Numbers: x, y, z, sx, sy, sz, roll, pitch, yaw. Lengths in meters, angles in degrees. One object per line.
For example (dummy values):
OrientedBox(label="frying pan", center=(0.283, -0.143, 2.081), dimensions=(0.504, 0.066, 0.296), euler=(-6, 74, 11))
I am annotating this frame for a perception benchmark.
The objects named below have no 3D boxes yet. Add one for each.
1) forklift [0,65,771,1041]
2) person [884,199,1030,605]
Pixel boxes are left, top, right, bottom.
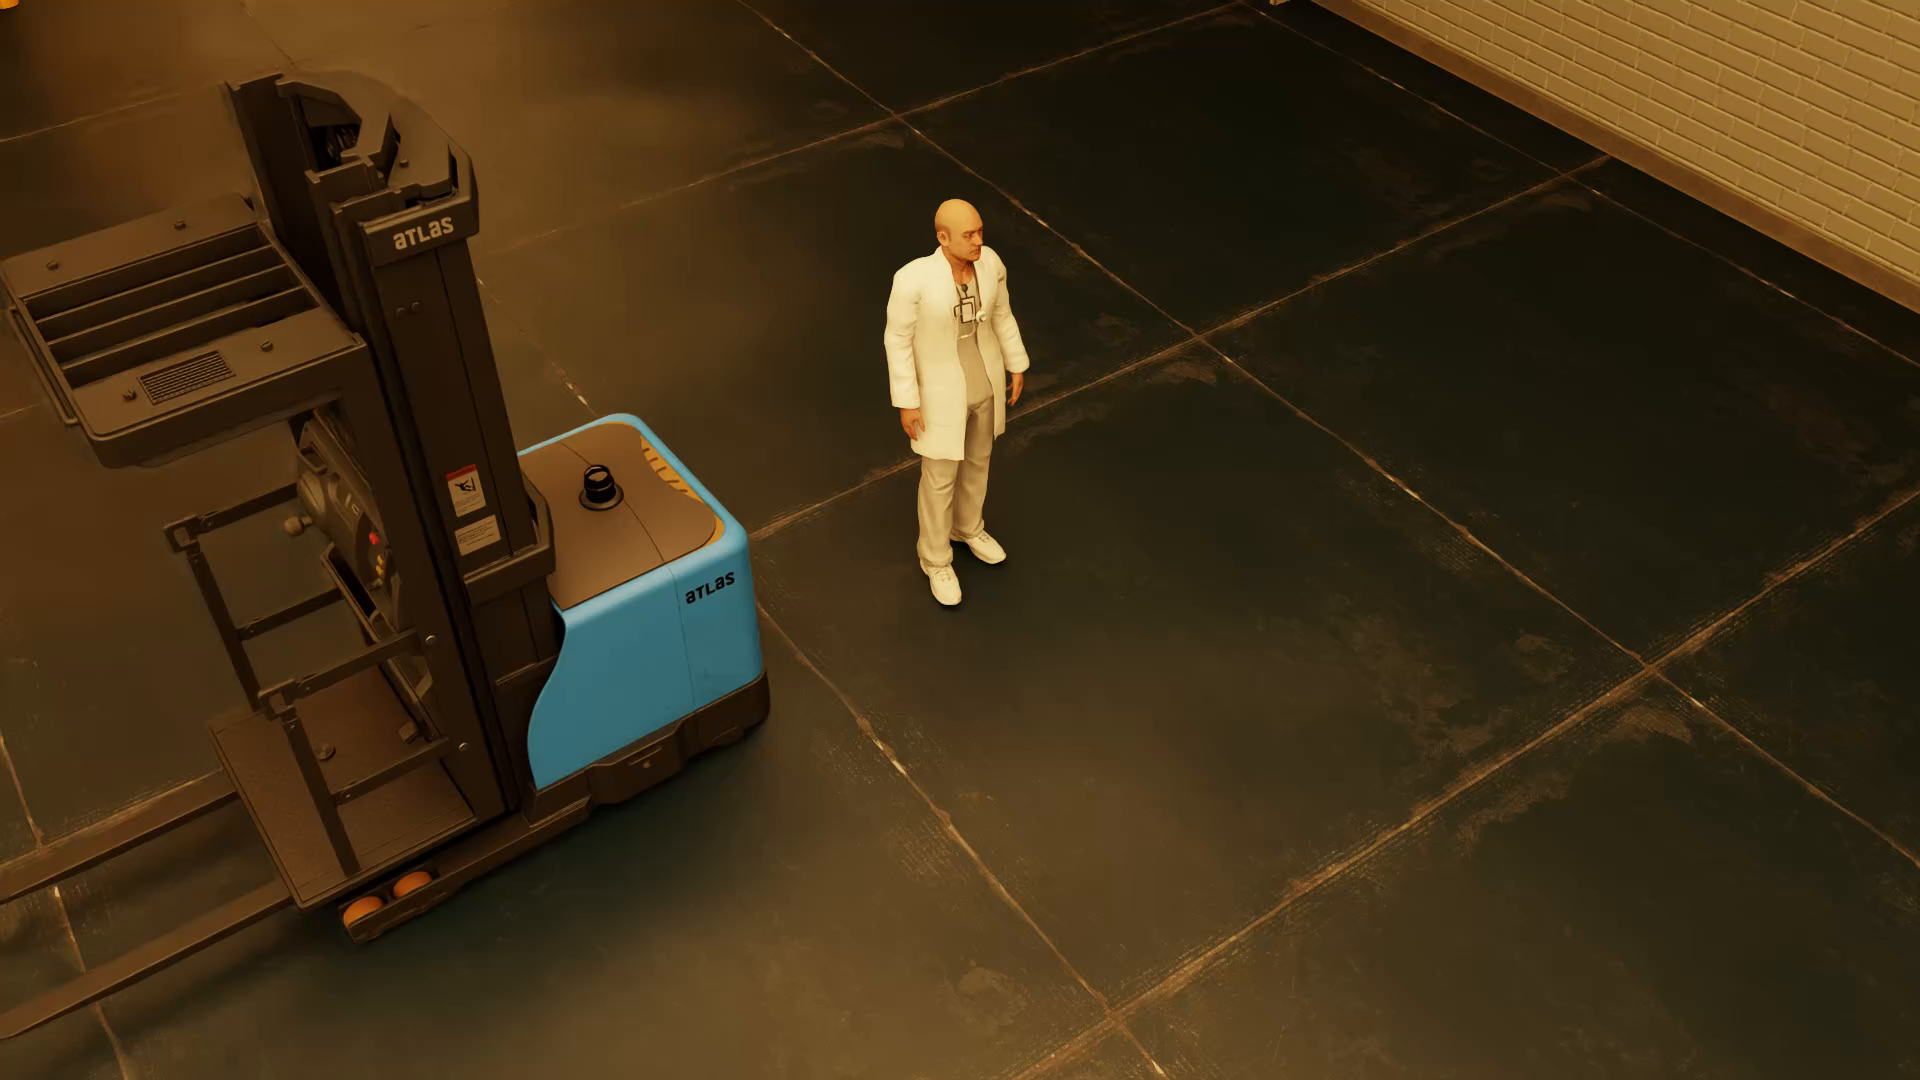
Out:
OrientedBox(label="forklift", center=(-2.287, 0.014, 5.700), dimensions=(3.031, 2.935, 1.130), euler=(-26, 49, -26))
OrientedBox(label="person", center=(0.049, -0.607, 7.214), dimensions=(0.698, 1.777, 0.578), euler=(-25, 48, -25))
